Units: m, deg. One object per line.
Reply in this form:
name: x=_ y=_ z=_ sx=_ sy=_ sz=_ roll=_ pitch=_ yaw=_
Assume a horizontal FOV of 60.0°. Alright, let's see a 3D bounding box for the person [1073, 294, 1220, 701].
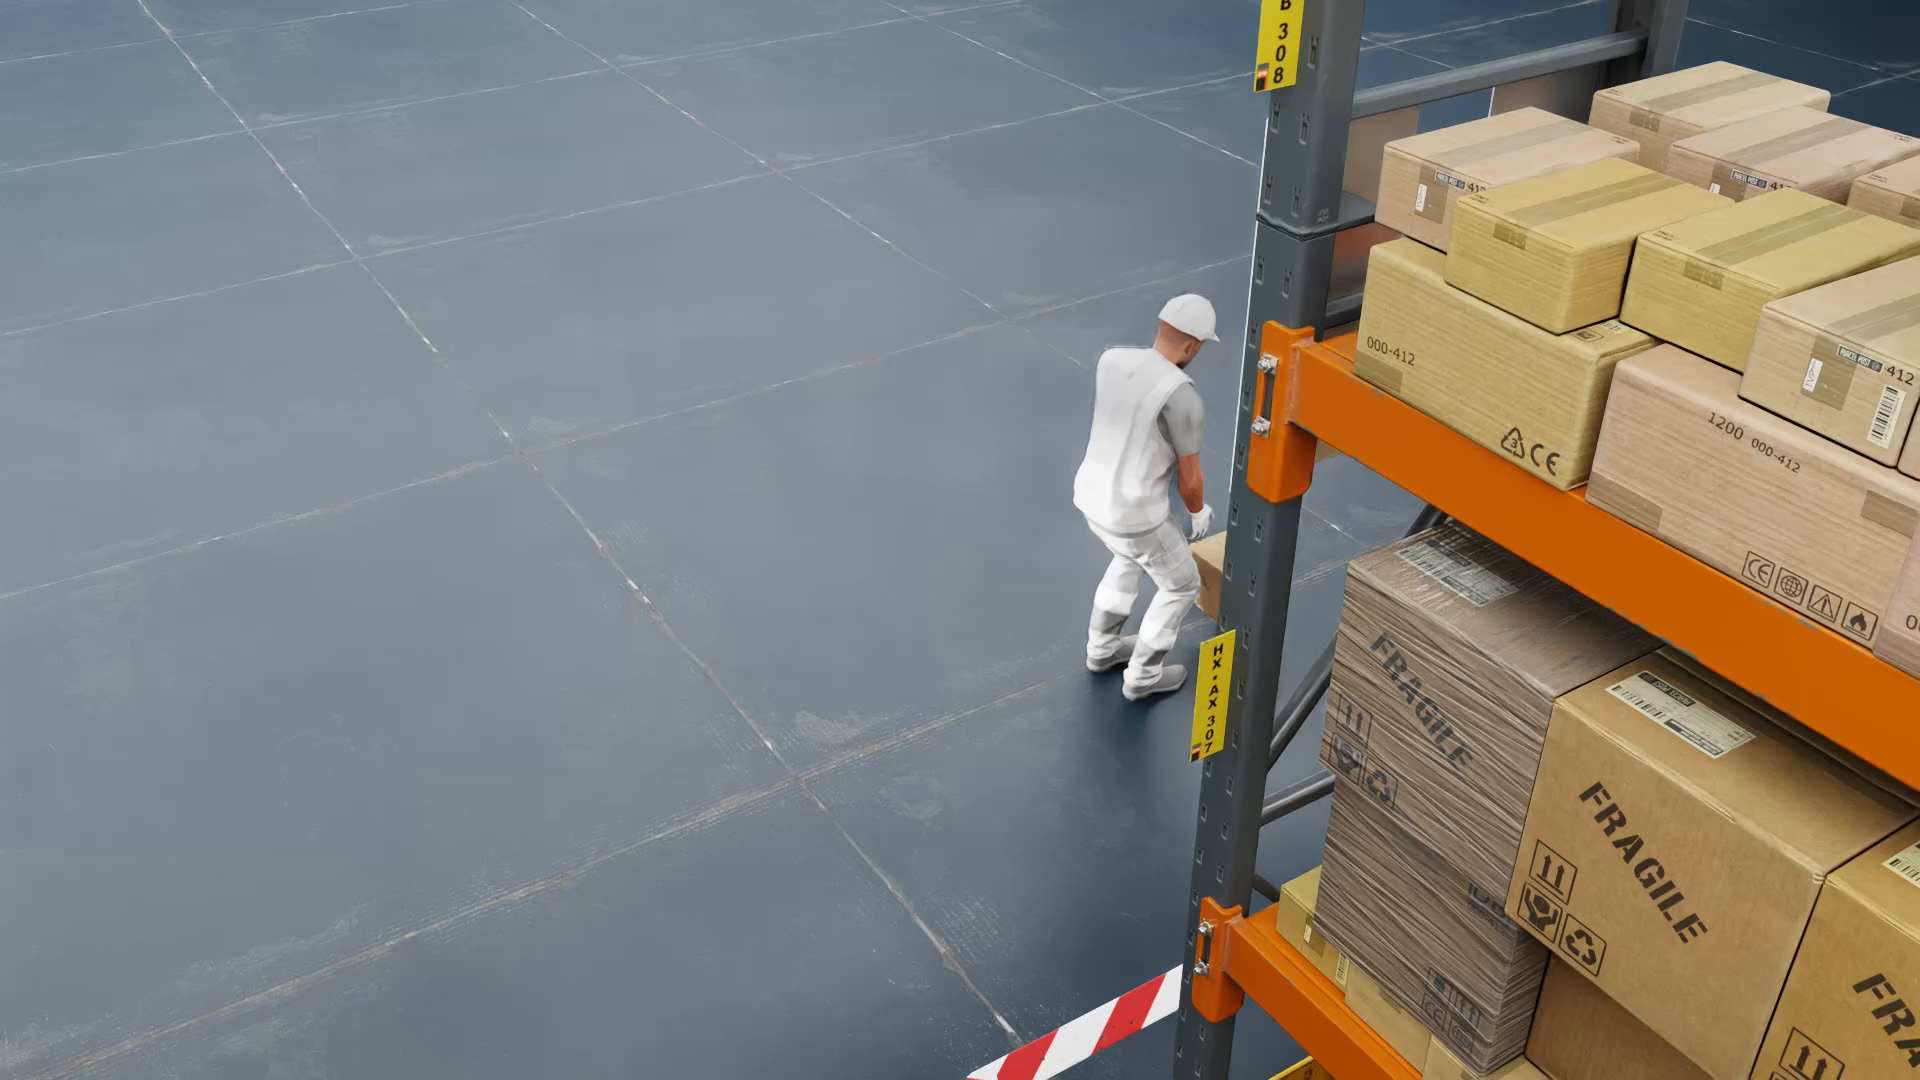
person: x=0.722 y=-0.165 z=6.510 sx=0.580 sy=1.647 sz=0.564 roll=-18 pitch=37 yaw=-26
